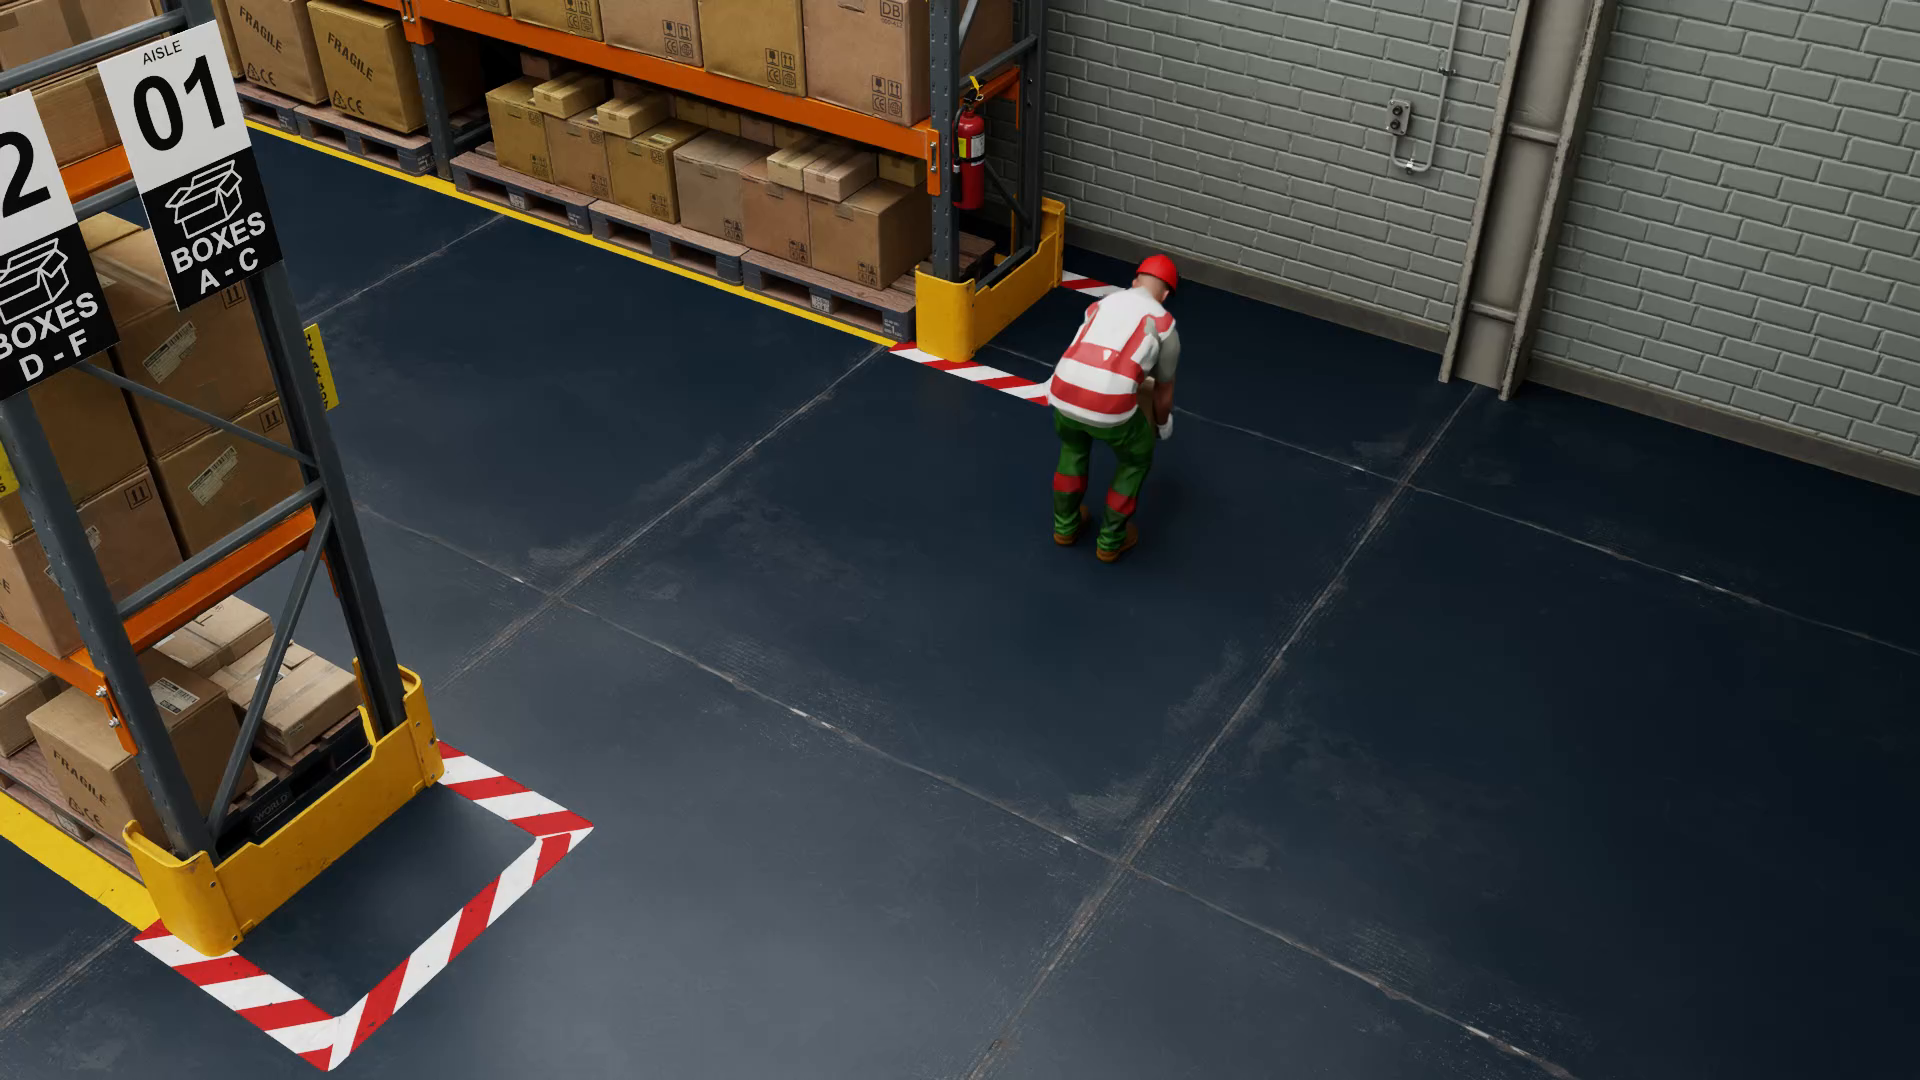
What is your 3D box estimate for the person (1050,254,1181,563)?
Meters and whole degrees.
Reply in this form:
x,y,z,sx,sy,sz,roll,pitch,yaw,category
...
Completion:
x,y,z,sx,sy,sz,roll,pitch,yaw,category
0.754,-0.618,7.853,0.503,1.288,0.919,20,42,23,person
